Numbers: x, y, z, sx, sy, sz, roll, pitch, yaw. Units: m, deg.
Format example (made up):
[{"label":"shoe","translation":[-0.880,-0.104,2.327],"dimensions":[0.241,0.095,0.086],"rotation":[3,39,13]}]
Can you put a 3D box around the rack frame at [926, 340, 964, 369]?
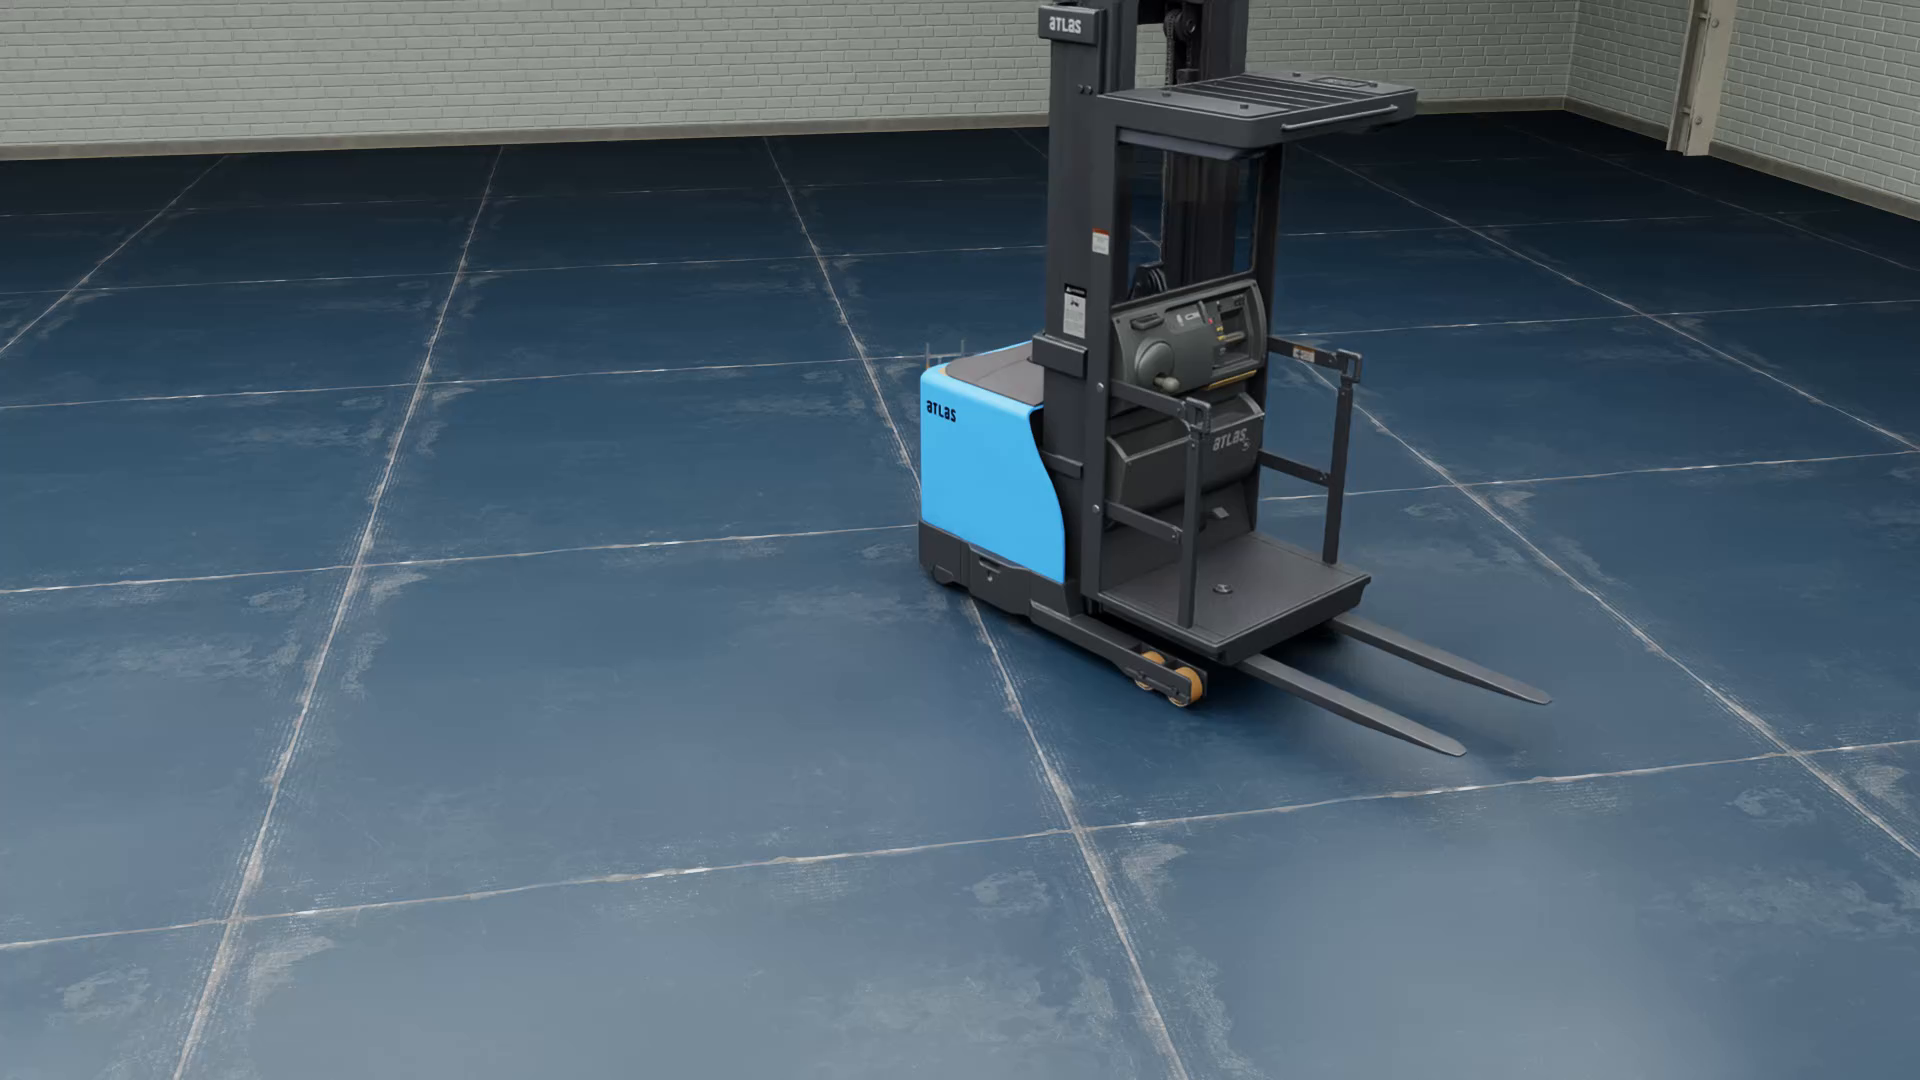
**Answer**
[{"label":"rack frame","translation":[-0.075,-0.524,8.639],"dimensions":[0.200,1.050,0.008],"rotation":[-6,24,-14]}]

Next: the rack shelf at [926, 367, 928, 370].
[{"label":"rack shelf","translation":[-0.043,-0.728,8.421],"dimensions":[0.215,0.259,0.240],"rotation":[-6,24,-14]}]

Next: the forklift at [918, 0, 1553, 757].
[{"label":"forklift","translation":[1.145,-0.860,7.056],"dimensions":[1.130,2.935,3.031],"rotation":[-19,30,-37]}]

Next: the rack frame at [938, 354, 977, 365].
[{"label":"rack frame","translation":[-0.011,-0.430,8.423],"dimensions":[0.200,1.050,0.008],"rotation":[-6,24,-14]}]

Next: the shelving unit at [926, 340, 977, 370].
[{"label":"shelving unit","translation":[-0.043,-0.477,8.531],"dimensions":[0.215,1.050,0.252],"rotation":[-6,24,-14]}]

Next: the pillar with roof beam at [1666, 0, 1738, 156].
[{"label":"pillar with roof beam","translation":[3.991,-8.187,16.253],"dimensions":[9.100,9.000,0.400],"rotation":[-4,24,-10]}]
